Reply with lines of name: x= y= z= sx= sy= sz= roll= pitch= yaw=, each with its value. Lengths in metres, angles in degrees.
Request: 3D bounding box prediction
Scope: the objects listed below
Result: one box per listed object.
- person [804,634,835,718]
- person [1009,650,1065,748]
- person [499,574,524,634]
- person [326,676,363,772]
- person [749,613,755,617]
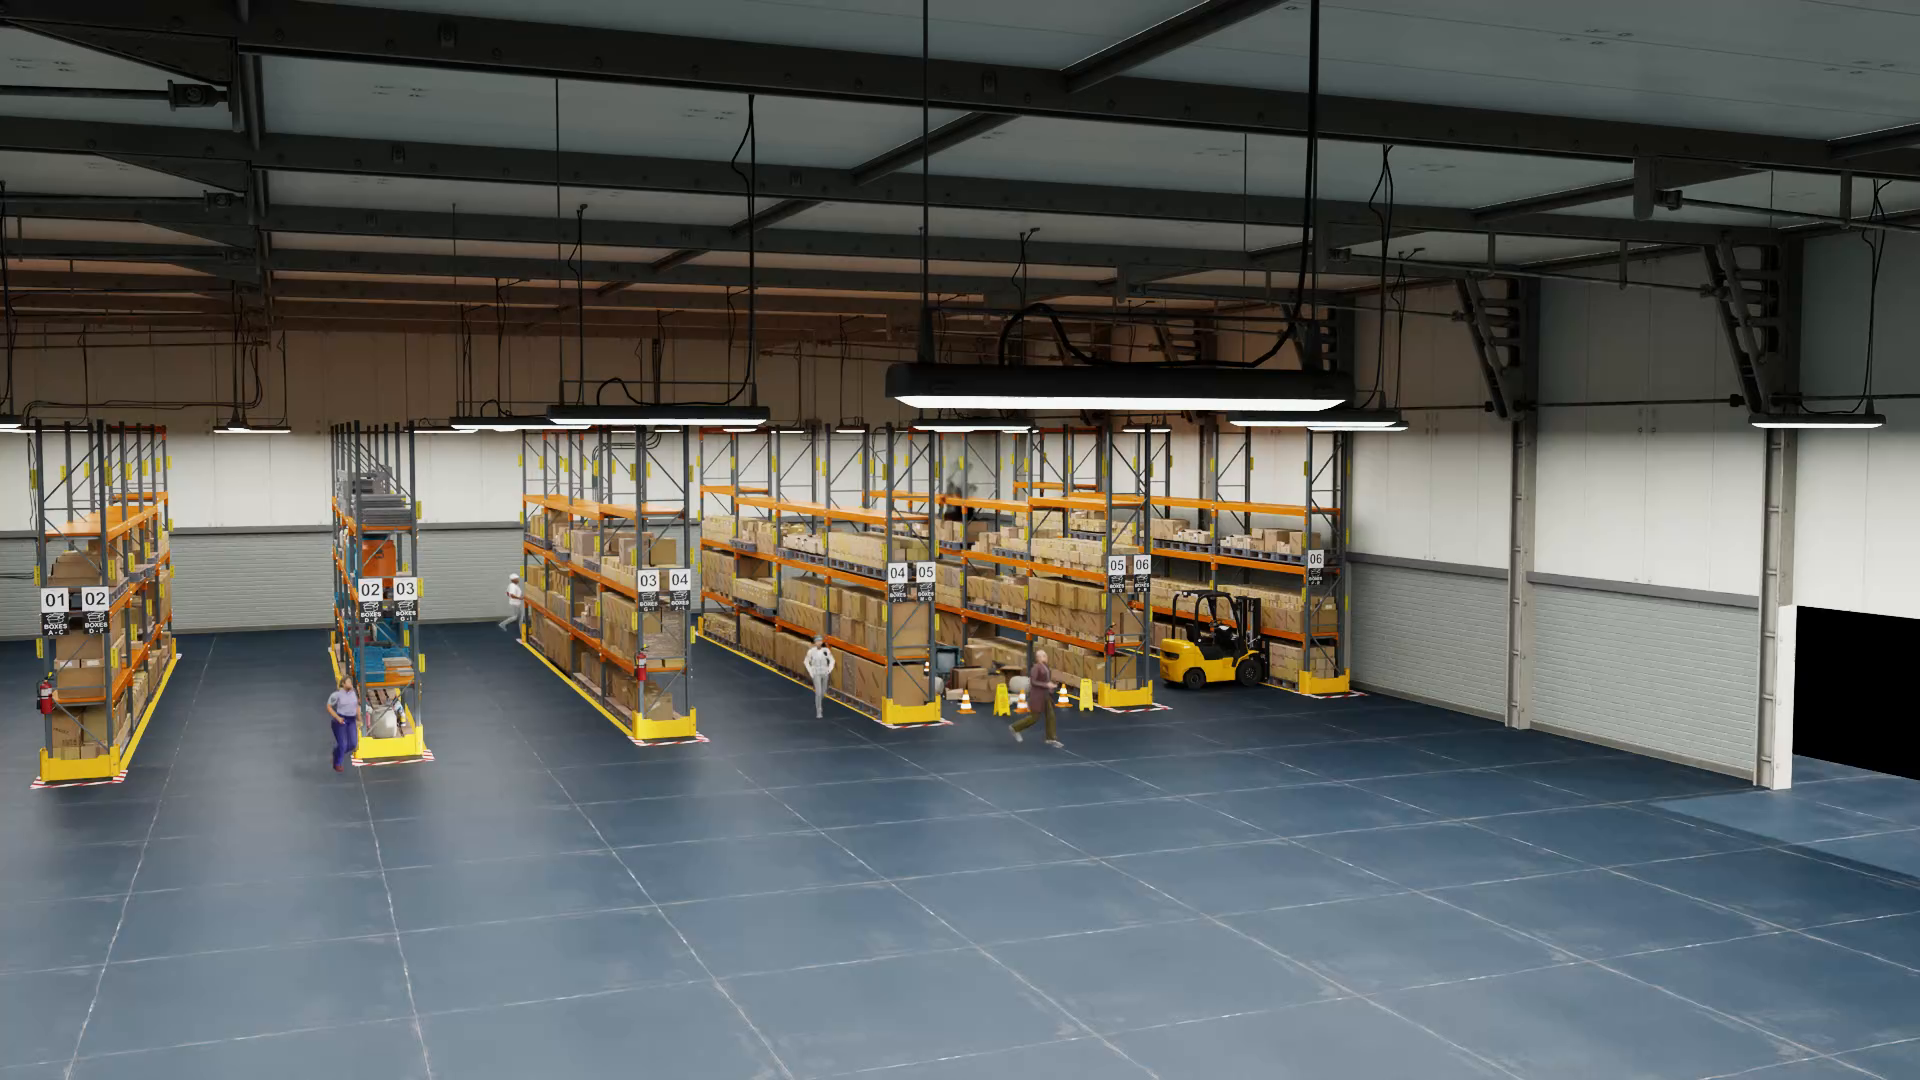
person: x=-2.879 y=2.769 z=34.059 sx=0.628 sy=1.720 sz=0.686 roll=-1 pitch=4 yaw=-15
person: x=1.436 y=2.916 z=30.689 sx=1.049 sy=1.792 sz=0.717 roll=2 pitch=4 yaw=29
person: x=-12.791 y=1.846 z=47.779 sx=0.897 sy=1.745 sz=0.712 roll=-1 pitch=4 yaw=-12
person: x=-10.553 y=3.154 z=28.570 sx=0.501 sy=1.593 sz=0.670 roll=2 pitch=4 yaw=31
person: x=-6.094 y=1.740 z=49.908 sx=0.676 sy=1.761 sz=0.656 roll=-1 pitch=4 yaw=-23
